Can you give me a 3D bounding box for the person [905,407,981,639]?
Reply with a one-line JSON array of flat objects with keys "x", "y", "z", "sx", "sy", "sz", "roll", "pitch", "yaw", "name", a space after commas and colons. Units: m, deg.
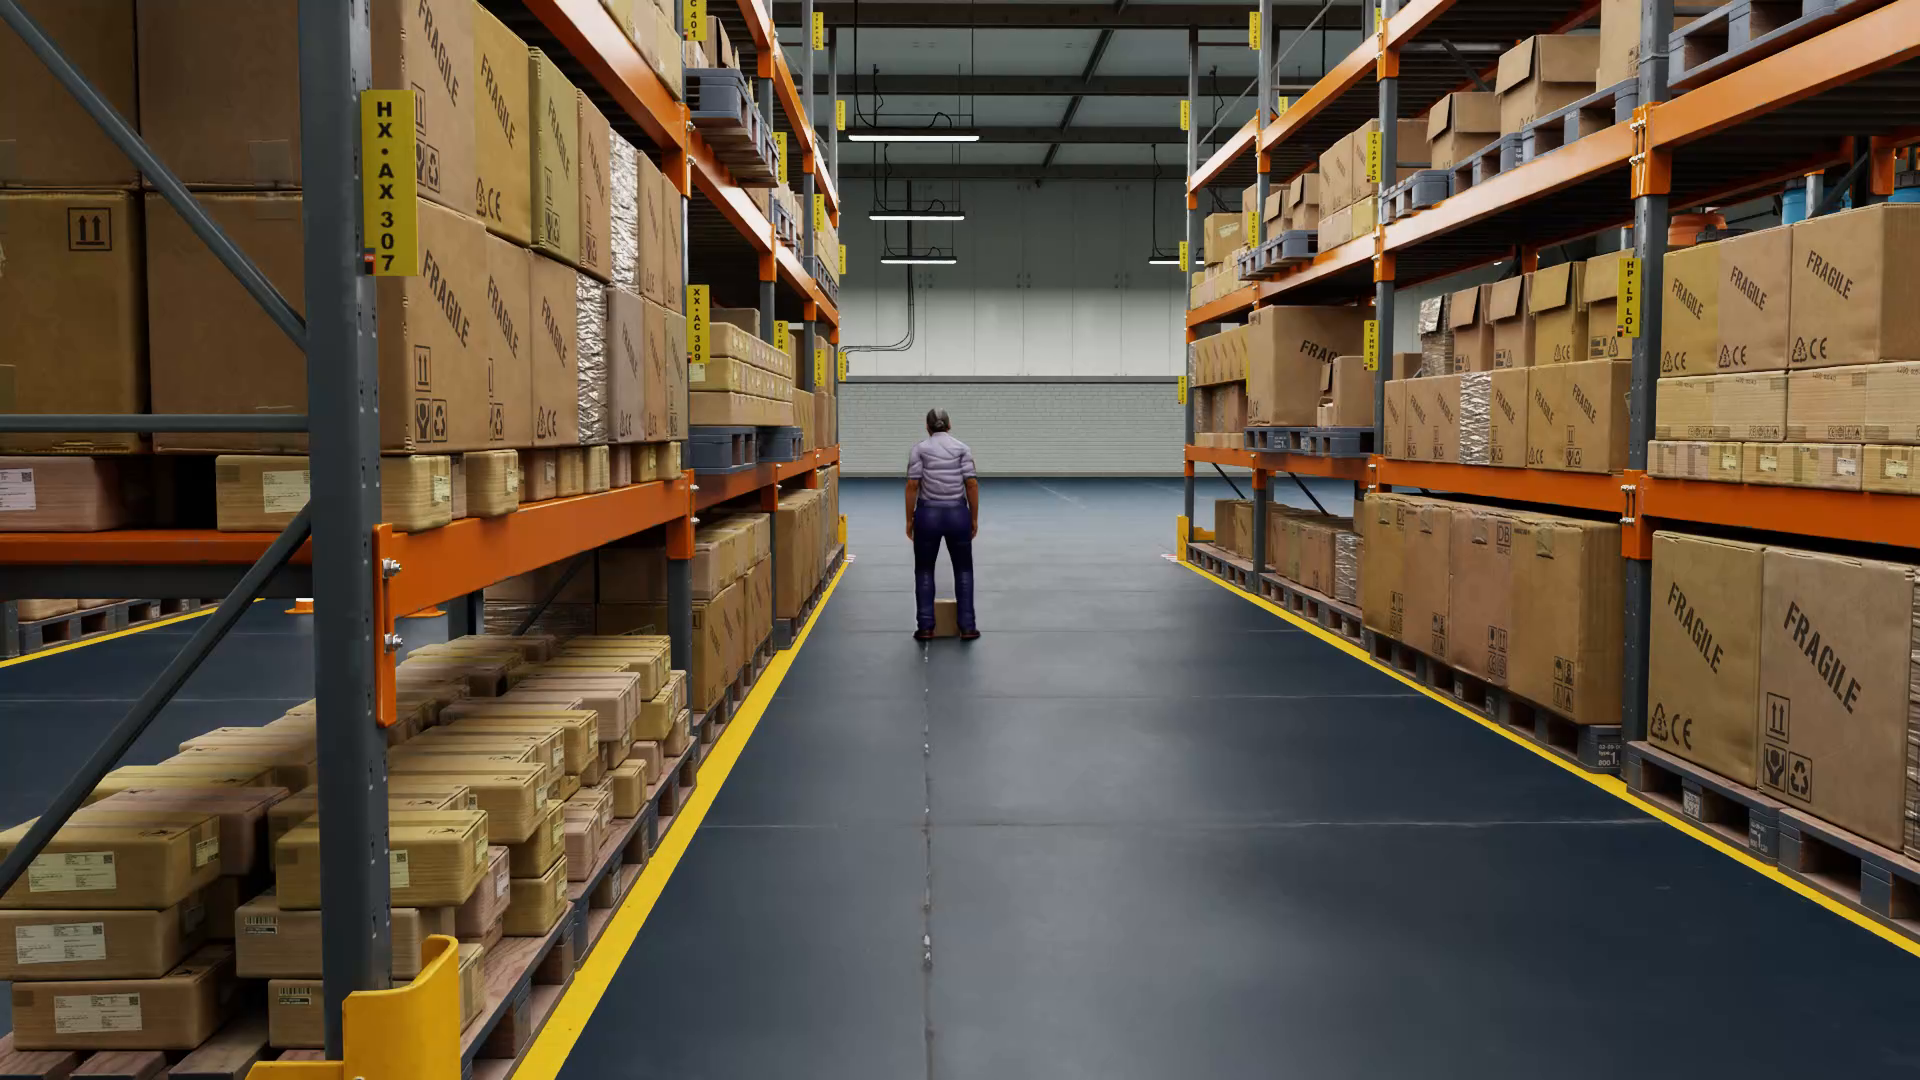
[{"x": -0.112, "y": -0.118, "z": 11.809, "sx": 0.545, "sy": 1.650, "sz": 0.372, "roll": 0, "pitch": 4, "yaw": -5, "name": "person"}]
